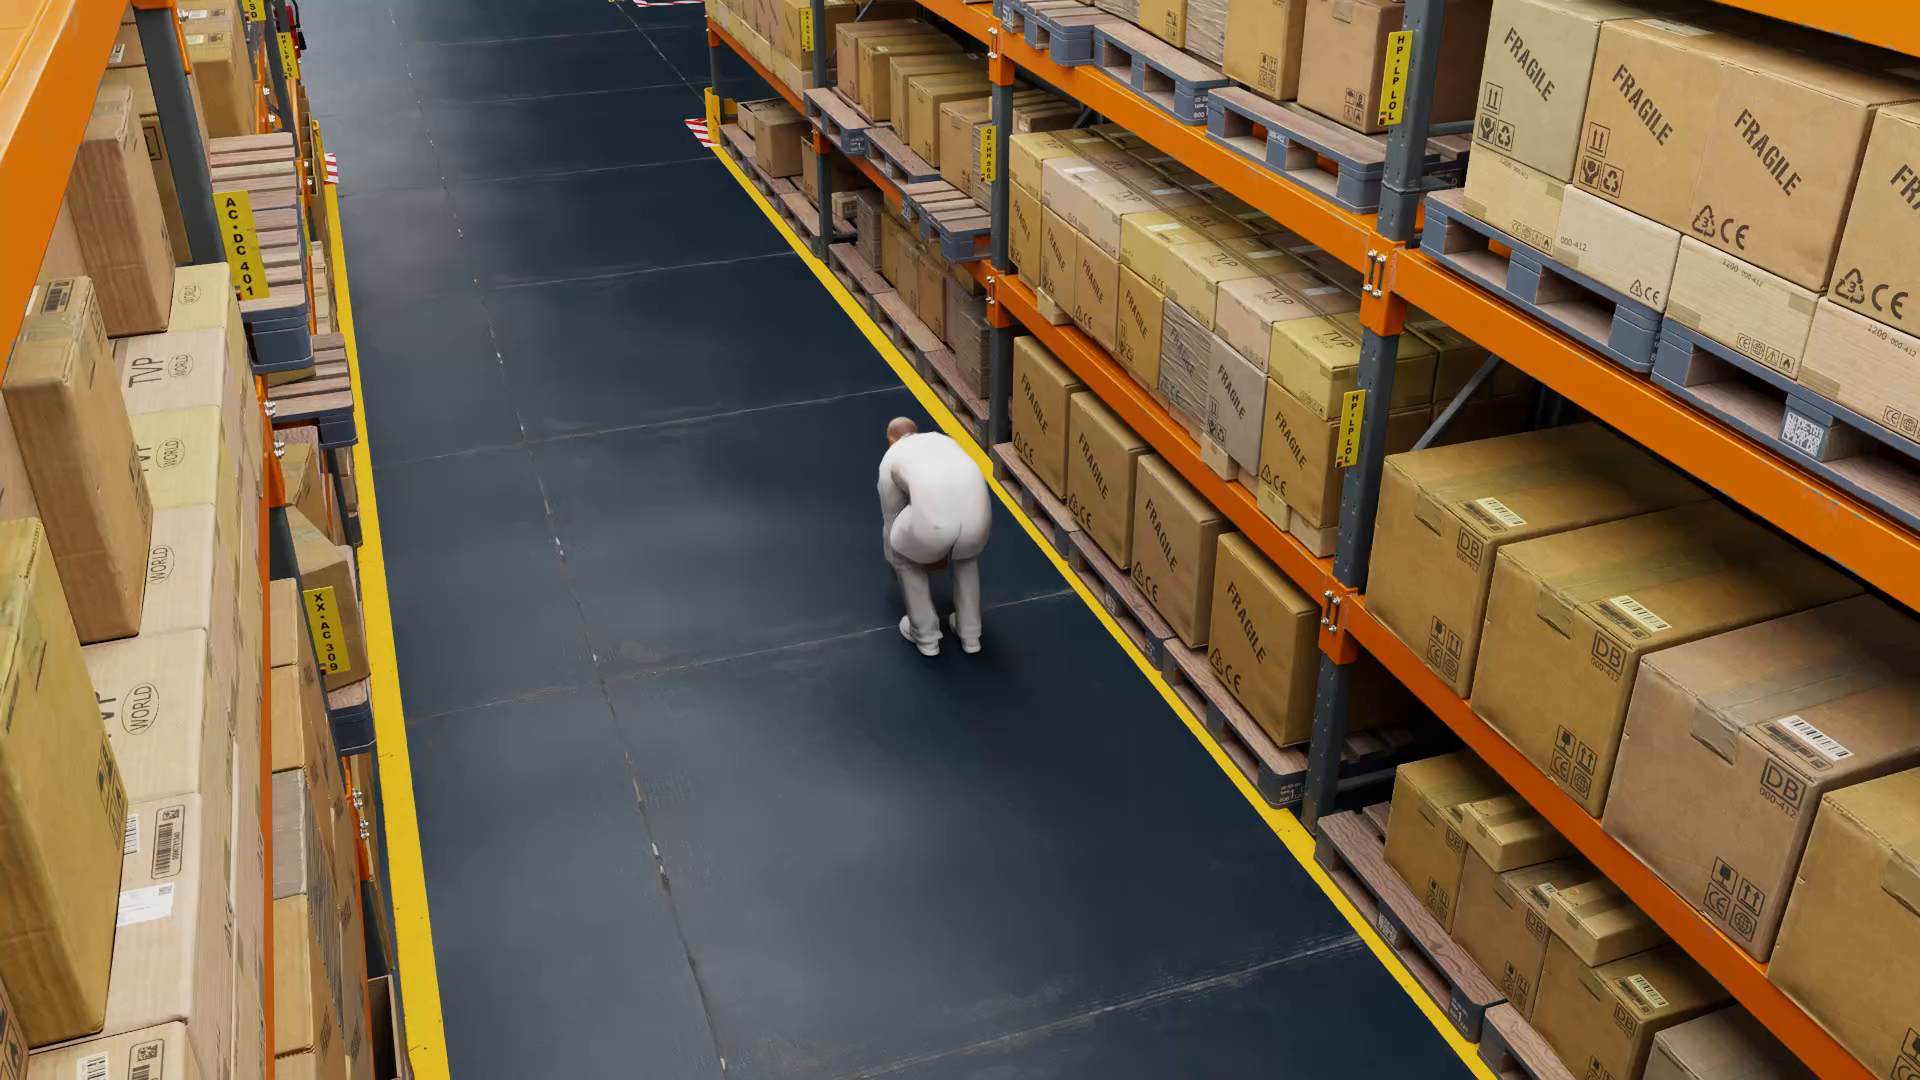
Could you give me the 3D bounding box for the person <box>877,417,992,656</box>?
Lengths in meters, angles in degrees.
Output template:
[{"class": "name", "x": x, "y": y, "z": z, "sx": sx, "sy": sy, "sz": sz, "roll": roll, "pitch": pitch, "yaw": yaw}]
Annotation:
[{"class": "person", "x": -0.171, "y": -0.033, "z": 8.865, "sx": 0.562, "sy": 1.126, "sz": 0.950, "roll": -12, "pitch": 31, "yaw": -19}]
